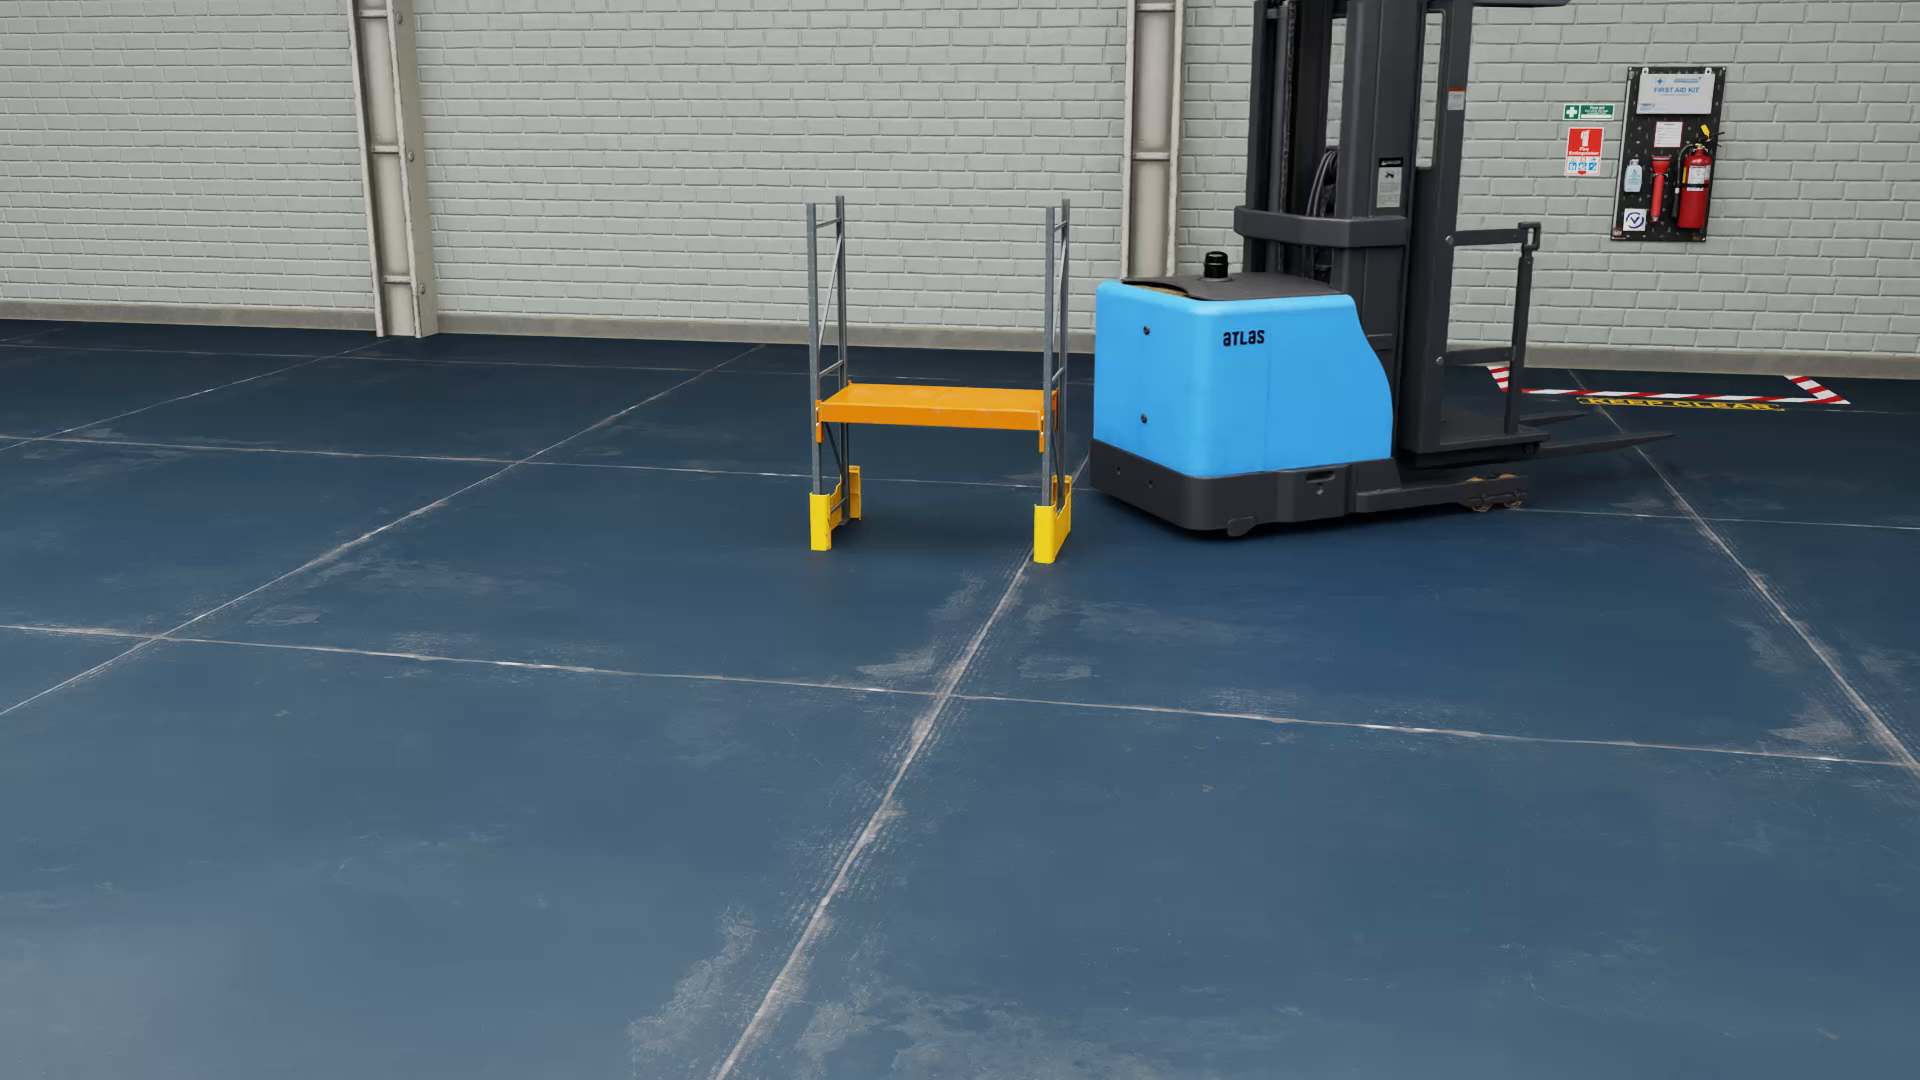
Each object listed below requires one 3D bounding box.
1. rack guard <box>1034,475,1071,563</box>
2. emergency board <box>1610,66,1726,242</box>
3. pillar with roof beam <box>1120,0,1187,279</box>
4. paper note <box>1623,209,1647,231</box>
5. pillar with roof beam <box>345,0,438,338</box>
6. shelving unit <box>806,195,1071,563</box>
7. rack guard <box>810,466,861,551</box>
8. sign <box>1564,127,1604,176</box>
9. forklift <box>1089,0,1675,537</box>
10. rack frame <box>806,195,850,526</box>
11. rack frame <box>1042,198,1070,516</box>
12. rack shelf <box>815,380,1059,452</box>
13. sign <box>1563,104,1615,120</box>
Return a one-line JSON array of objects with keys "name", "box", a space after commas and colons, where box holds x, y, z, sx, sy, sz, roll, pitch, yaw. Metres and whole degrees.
[{"name": "rack guard", "box": [0.413, -0.098, 7.378, 0.087, 0.250, 0.587, 3, 16, 11]}, {"name": "emergency board", "box": [4.854, -2.625, 11.348, 0.643, 1.169, 0.194, 3, 16, 11]}, {"name": "pillar with roof beam", "box": [0.531, -4.567, 7.123, 0.400, 9.000, 9.100, 3, 16, 11]}, {"name": "paper note", "box": [4.695, -2.228, 11.565, 0.142, 0.148, 0.016, 3, 16, 11]}, {"name": "pillar with roof beam", "box": [-5.349, -4.886, 8.276, 0.400, 9.000, 9.100, 3, 16, 11]}, {"name": "shelving unit", "box": [-0.075, -0.727, 7.306, 1.083, 1.500, 0.587, 3, 16, 11]}, {"name": "rack guard", "box": [-0.563, -0.151, 7.569, 0.087, 0.250, 0.587, 3, 16, 11]}, {"name": "sign", "box": [4.333, -2.698, 11.547, 0.234, 0.329, 0.001, 3, 16, 11]}, {"name": "forklift", "box": [2.201, -1.666, 8.017, 3.031, 2.935, 1.130, -7, 17, -23]}, {"name": "rack frame", "box": [-0.582, -0.754, 7.406, 0.032, 1.500, 0.500, 3, 16, 11]}, {"name": "rack frame", "box": [0.415, -0.700, 7.211, 0.032, 1.500, 0.500, 3, 16, 11]}, {"name": "rack shelf", "box": [-0.084, -0.554, 7.356, 1.000, 0.185, 0.538, 3, 16, 11]}, {"name": "sign", "box": [4.336, -2.951, 11.467, 0.331, 0.109, 0.001, 3, 16, 11]}]
